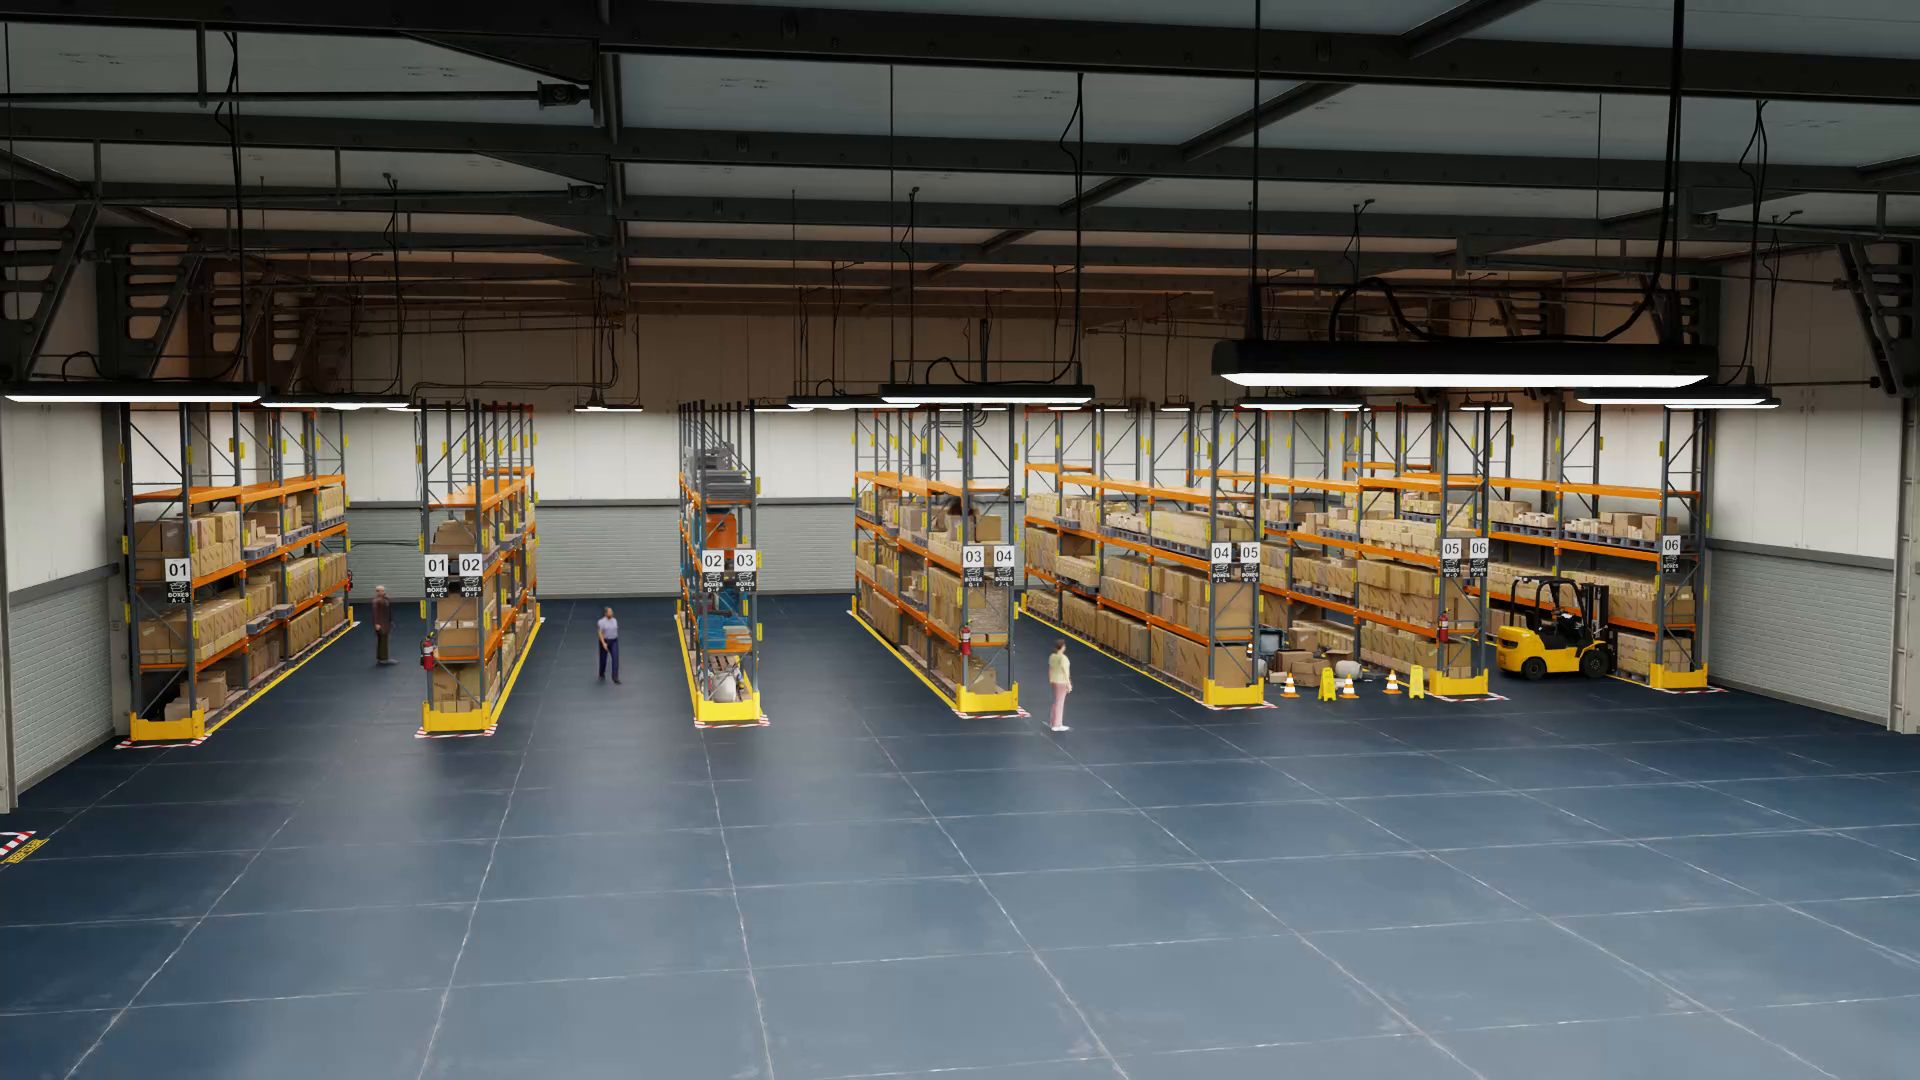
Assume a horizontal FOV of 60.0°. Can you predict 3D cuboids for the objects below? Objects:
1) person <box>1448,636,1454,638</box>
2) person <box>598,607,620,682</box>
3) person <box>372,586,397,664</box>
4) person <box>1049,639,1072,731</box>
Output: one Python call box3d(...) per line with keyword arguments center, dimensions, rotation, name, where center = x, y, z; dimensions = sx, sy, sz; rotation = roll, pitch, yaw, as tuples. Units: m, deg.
box3d(center=(11.221, 1.992, 38.188), dimensions=(0.427, 1.742, 0.624), rotation=(2, 5, 22), name="person")
box3d(center=(-7.550, 2.224, 35.682), dimensions=(0.451, 1.587, 0.940), rotation=(-2, 5, -21), name="person")
box3d(center=(-13.240, 1.940, 38.369), dimensions=(0.510, 1.780, 0.606), rotation=(0, 4, -5), name="person")
box3d(center=(1.852, 2.637, 30.168), dimensions=(0.426, 1.701, 0.554), rotation=(-2, 5, -29), name="person")
